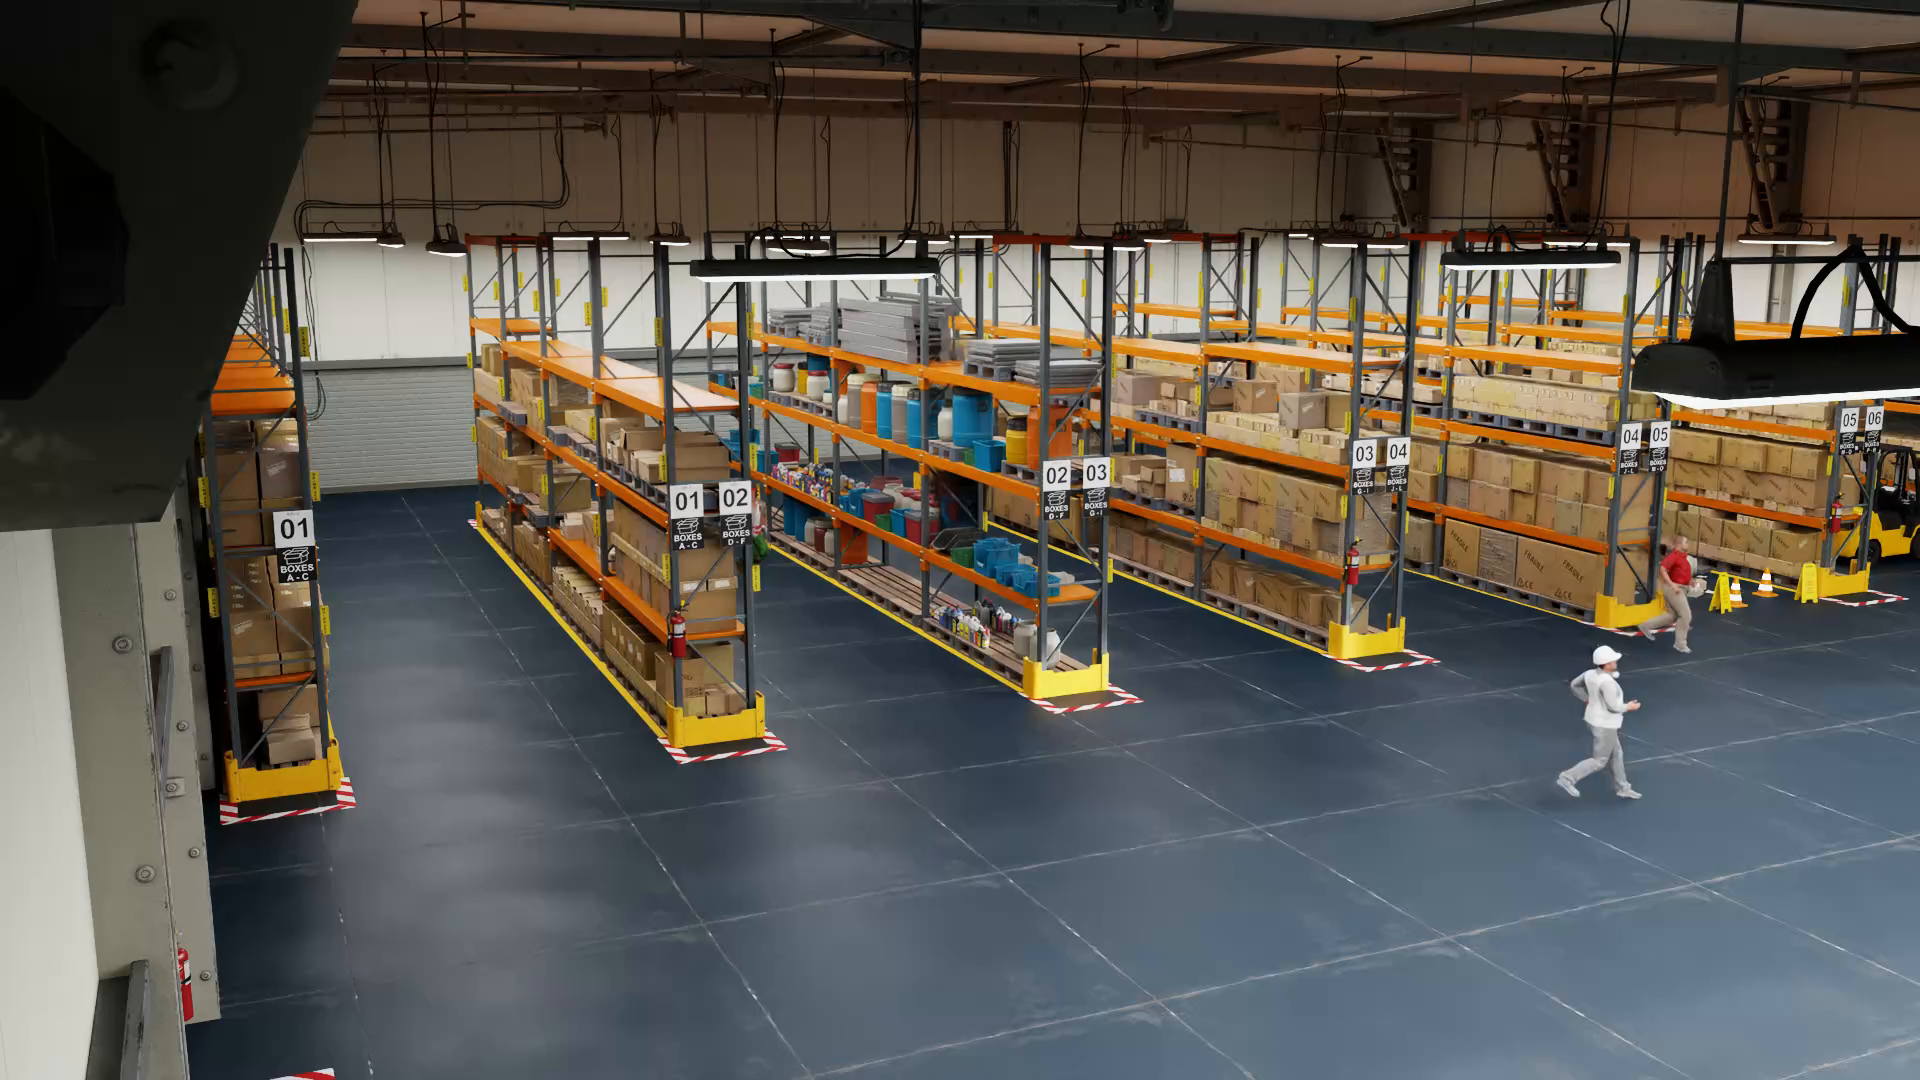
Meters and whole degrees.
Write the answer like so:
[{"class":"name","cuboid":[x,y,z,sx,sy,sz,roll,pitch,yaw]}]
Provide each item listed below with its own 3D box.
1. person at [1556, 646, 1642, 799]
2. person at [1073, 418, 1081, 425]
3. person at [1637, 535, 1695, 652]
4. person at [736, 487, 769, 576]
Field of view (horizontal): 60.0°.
[{"class":"person","cuboid":[7.018,2.002,18.120,1.013,1.755,0.671,0,11,0]},{"class":"person","cuboid":[2.695,-2.033,39.289,0.611,1.712,0.816,-2,11,-9]},{"class":"person","cuboid":[10.574,0.794,24.760,0.846,1.757,0.691,7,13,30]},{"class":"person","cuboid":[-3.607,-0.137,28.896,0.656,1.595,0.725,-7,13,-34]}]
